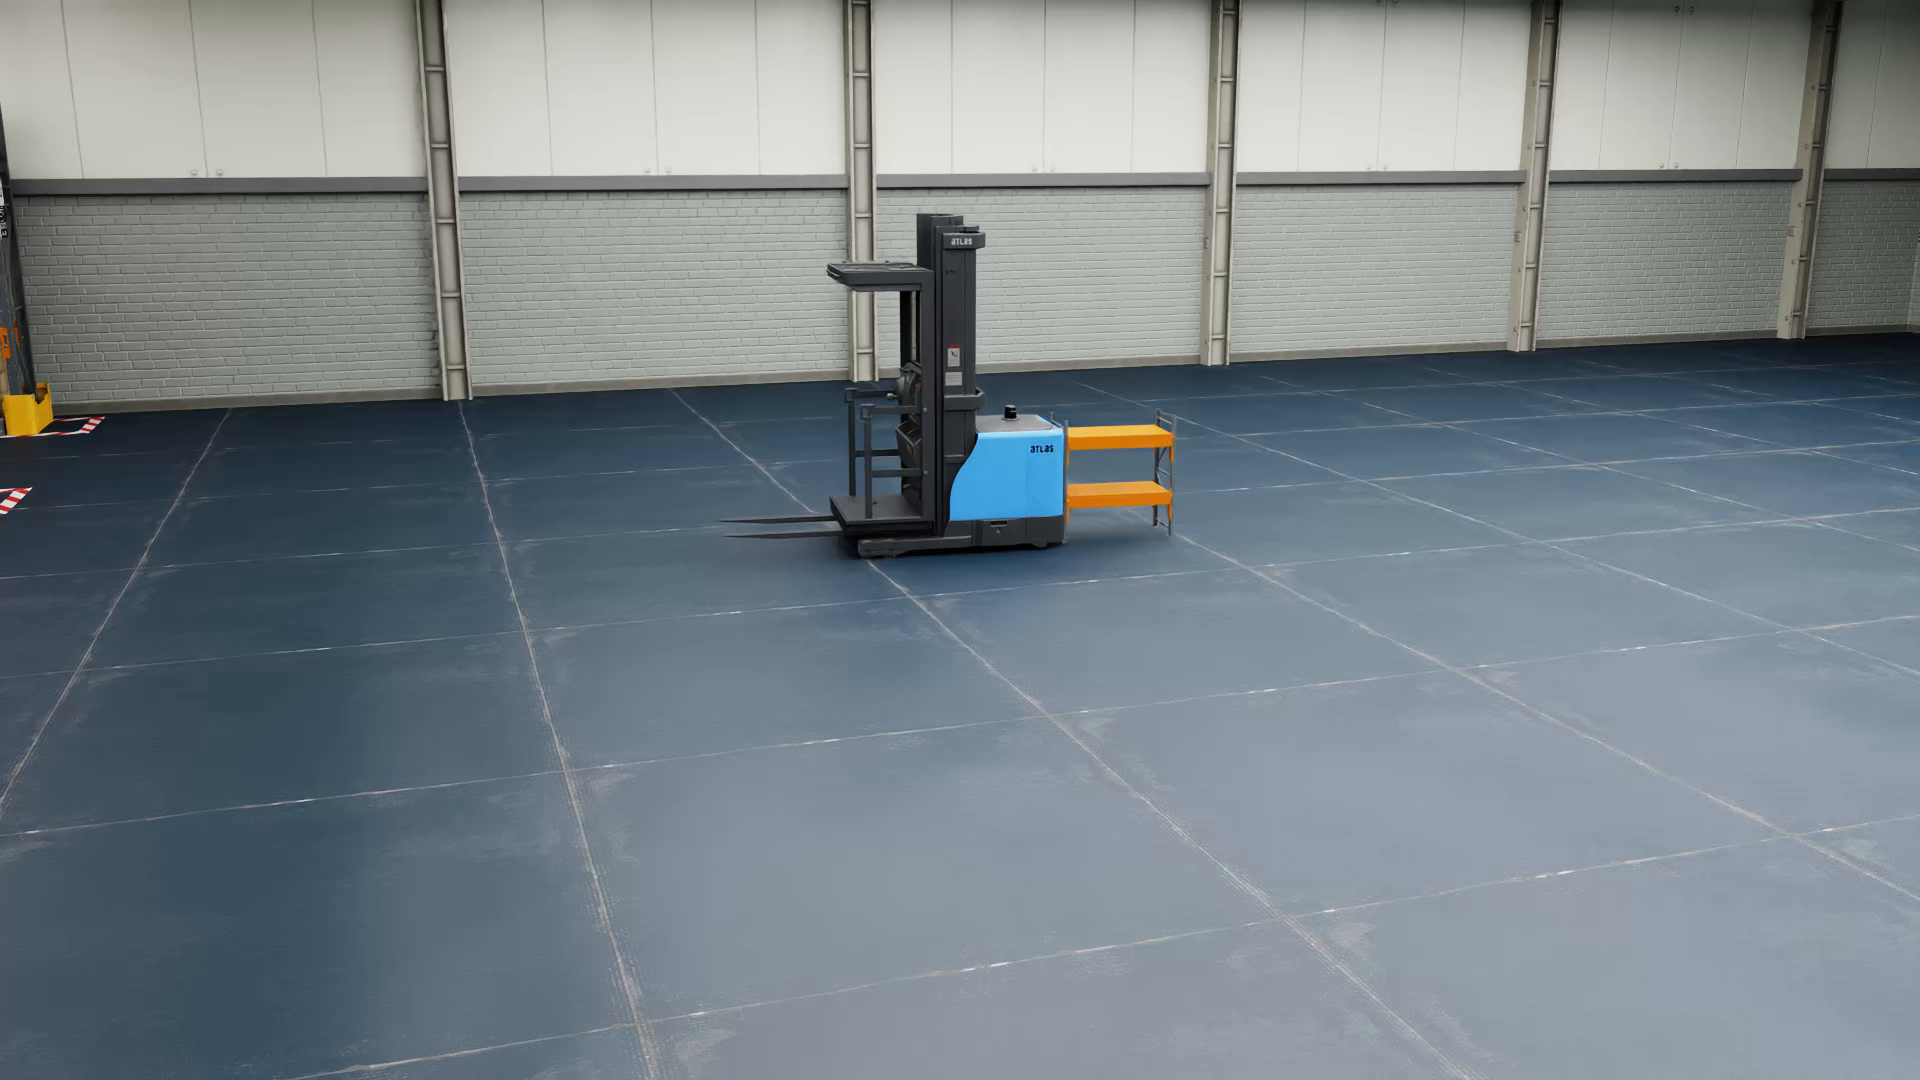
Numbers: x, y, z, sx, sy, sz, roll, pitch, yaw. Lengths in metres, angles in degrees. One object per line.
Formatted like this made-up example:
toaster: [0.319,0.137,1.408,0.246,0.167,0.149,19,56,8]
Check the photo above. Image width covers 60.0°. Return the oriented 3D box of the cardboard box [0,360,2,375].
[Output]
cardboard box: [-12.249,-2.142,20.649,0.500,0.250,0.500,-4,14,-16]

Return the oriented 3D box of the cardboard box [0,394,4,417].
cardboard box: [-12.256,-1.654,20.758,0.500,0.250,0.500,-4,14,-18]

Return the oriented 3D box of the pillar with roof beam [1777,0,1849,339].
pillar with roof beam: [16.947,-7.227,26.185,0.548,9.000,9.100,-4,14,-18]

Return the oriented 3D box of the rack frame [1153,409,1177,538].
rack frame: [1.898,-0.624,15.442,0.032,1.125,0.500,-3,14,-11]

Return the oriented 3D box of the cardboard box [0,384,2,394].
cardboard box: [-12.273,-1.897,20.698,0.500,0.250,0.500,-5,14,-19]

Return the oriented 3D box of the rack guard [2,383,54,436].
rack guard: [-11.889,-1.678,21.222,0.348,0.500,1.175,-4,14,-18]

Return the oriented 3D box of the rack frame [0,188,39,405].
rack frame: [-11.912,-2.892,20.925,0.127,3.000,1.000,-4,14,-18]

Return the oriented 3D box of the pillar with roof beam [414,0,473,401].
pillar with roof beam: [-5.799,-5.455,18.738,0.400,9.000,9.100,-4,14,-18]

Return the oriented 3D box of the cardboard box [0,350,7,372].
cardboard box: [-12.428,-2.251,21.105,0.500,0.250,0.500,-5,14,-19]

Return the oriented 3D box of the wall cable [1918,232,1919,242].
wall cable: [18.788,-6.588,30.209,0.112,2.526,3.097,-4,14,-18]

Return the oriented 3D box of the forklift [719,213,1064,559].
forklift: [-0.636,-1.390,14.761,3.031,2.935,1.130,-3,14,-11]

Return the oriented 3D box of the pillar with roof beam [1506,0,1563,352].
pillar with roof beam: [11.260,-6.784,24.323,0.400,9.000,9.100,-4,14,-18]

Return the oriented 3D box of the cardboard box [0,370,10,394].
cardboard box: [-12.424,-2.012,21.183,0.500,0.250,0.500,-4,14,-17]

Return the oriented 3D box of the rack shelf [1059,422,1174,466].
rack shelf: [1.401,-0.885,15.274,1.000,0.278,0.538,-3,14,-11]

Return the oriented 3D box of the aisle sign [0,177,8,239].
aisle sign: [-11.756,-4.097,20.374,0.004,0.787,0.394,-4,14,-18]

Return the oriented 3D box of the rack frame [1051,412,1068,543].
rack frame: [0.903,-0.576,15.240,0.032,1.125,0.500,-3,14,-11]

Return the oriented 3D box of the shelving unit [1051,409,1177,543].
shelving unit: [1.401,-0.600,15.341,1.048,1.125,0.538,-3,14,-11]

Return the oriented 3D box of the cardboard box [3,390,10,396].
cardboard box: [-12.440,-1.765,21.223,0.500,0.250,0.500,-4,14,-18]

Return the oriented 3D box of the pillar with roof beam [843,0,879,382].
pillar with roof beam: [-0.113,-5.898,20.600,0.400,9.000,9.100,-4,14,-18]

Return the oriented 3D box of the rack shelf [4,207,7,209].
rack shelf: [-13.807,-3.854,20.041,4.000,0.370,1.077,-4,14,-18]

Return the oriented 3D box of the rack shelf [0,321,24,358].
rack shelf: [-13.807,-2.394,20.388,4.000,0.370,1.077,-4,14,-18]

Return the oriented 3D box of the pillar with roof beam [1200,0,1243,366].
pillar with roof beam: [5.574,-6.341,22.462,0.400,9.000,9.100,-4,14,-18]

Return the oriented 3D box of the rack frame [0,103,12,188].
rack frame: [-11.912,-5.810,20.231,0.127,3.000,1.000,-4,14,-18]

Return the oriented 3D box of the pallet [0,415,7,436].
pallet: [-12.623,-1.470,20.972,1.213,0.211,1.003,-4,14,-18]

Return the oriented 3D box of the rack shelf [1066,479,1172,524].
rack shelf: [1.401,-0.362,15.398,1.000,0.278,0.538,-3,14,-11]
